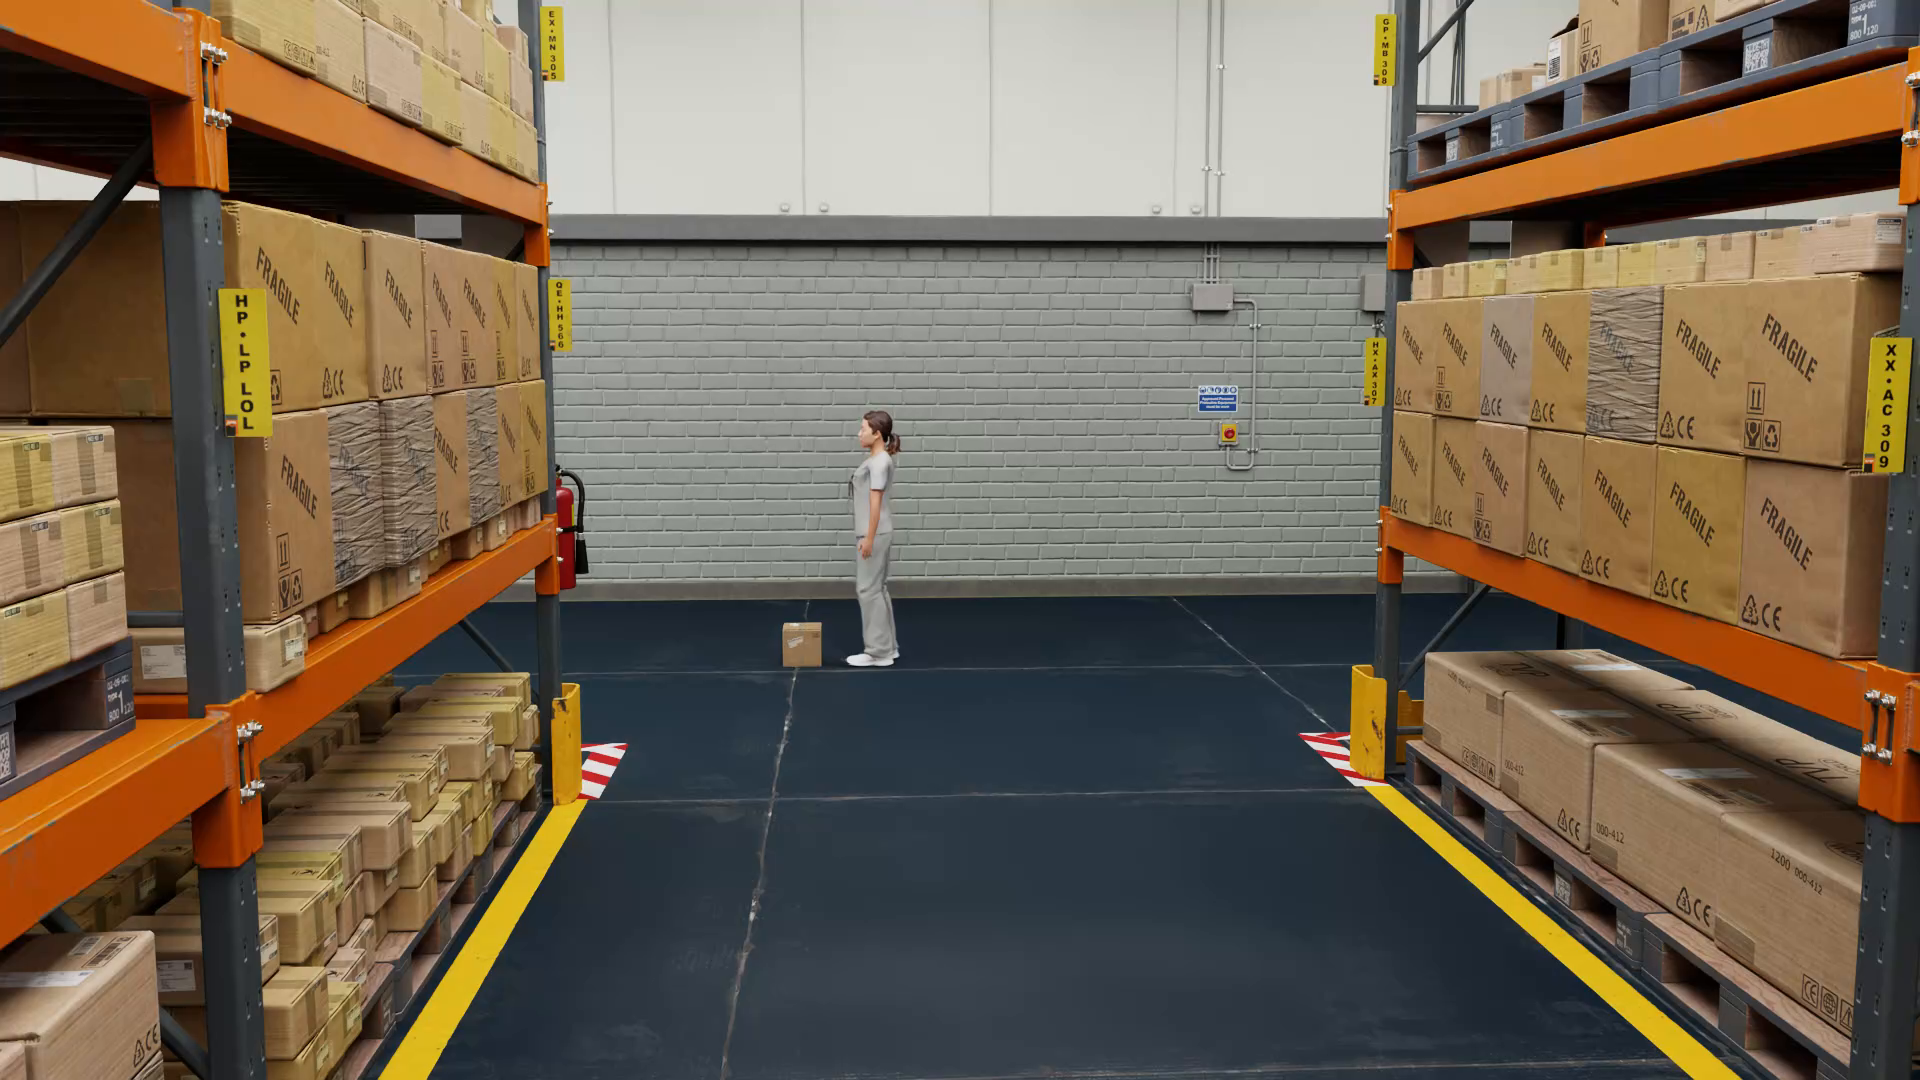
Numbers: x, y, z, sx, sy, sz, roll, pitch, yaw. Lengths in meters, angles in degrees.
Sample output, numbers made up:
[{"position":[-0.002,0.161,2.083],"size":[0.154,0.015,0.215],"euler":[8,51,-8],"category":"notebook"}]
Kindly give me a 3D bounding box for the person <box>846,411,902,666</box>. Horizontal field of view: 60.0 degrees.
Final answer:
[{"position":[-0.561,-0.007,10.899],"size":[0.374,1.679,0.437],"euler":[0,7,-2],"category":"person"}]
